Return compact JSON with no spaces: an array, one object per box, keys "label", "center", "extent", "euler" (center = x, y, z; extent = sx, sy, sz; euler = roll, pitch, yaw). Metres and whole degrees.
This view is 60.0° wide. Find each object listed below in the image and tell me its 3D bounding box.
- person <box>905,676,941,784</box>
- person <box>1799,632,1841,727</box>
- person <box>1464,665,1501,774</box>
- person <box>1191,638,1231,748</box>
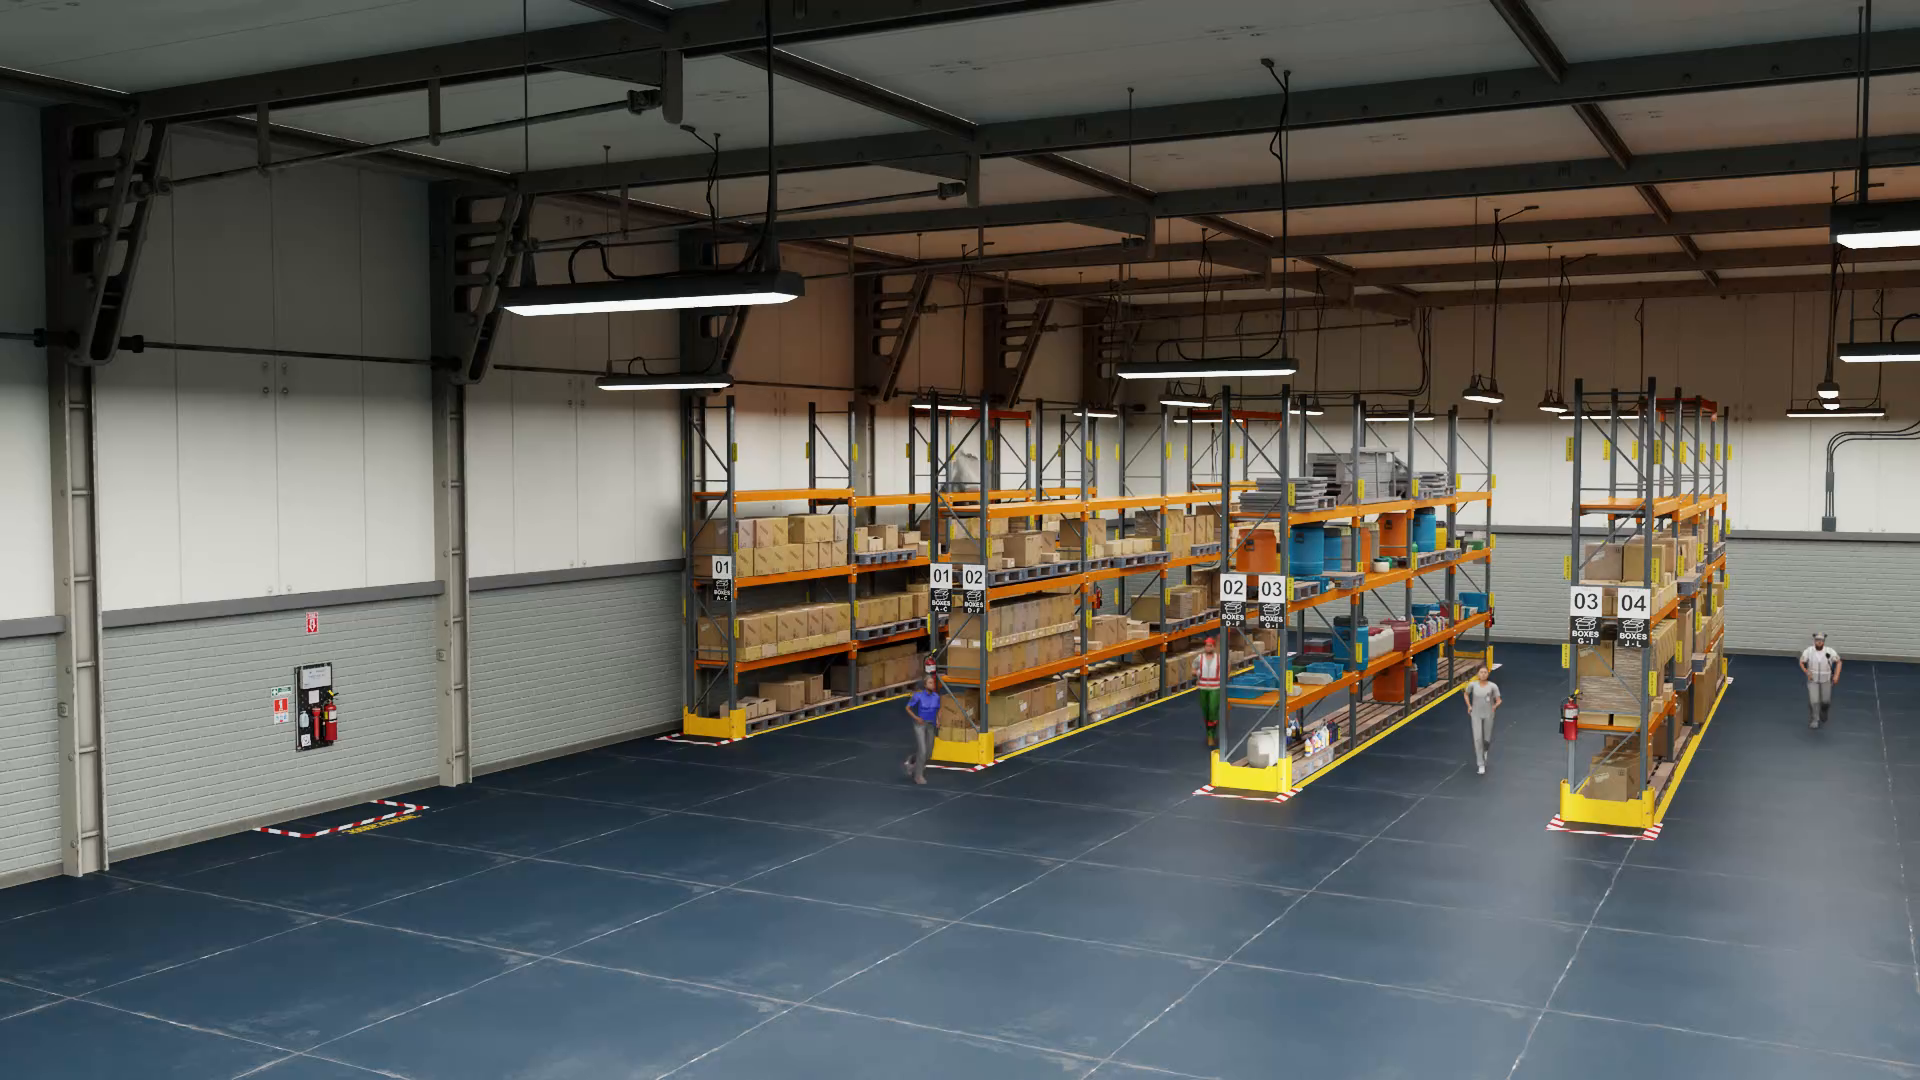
[{"label":"person","center":[-0.556,2.924,25.395],"extent":[0.600,1.530,0.595],"euler":[-2,4,-31]},{"label":"person","center":[15.675,2.542,30.314],"extent":[0.698,1.742,0.594],"euler":[1,3,25]},{"label":"person","center":[8.229,2.807,26.201],"extent":[0.567,1.661,0.821],"euler":[1,3,16]},{"label":"person","center":[4.289,2.594,28.576],"extent":[0.638,1.840,0.774],"euler":[1,3,20]}]
